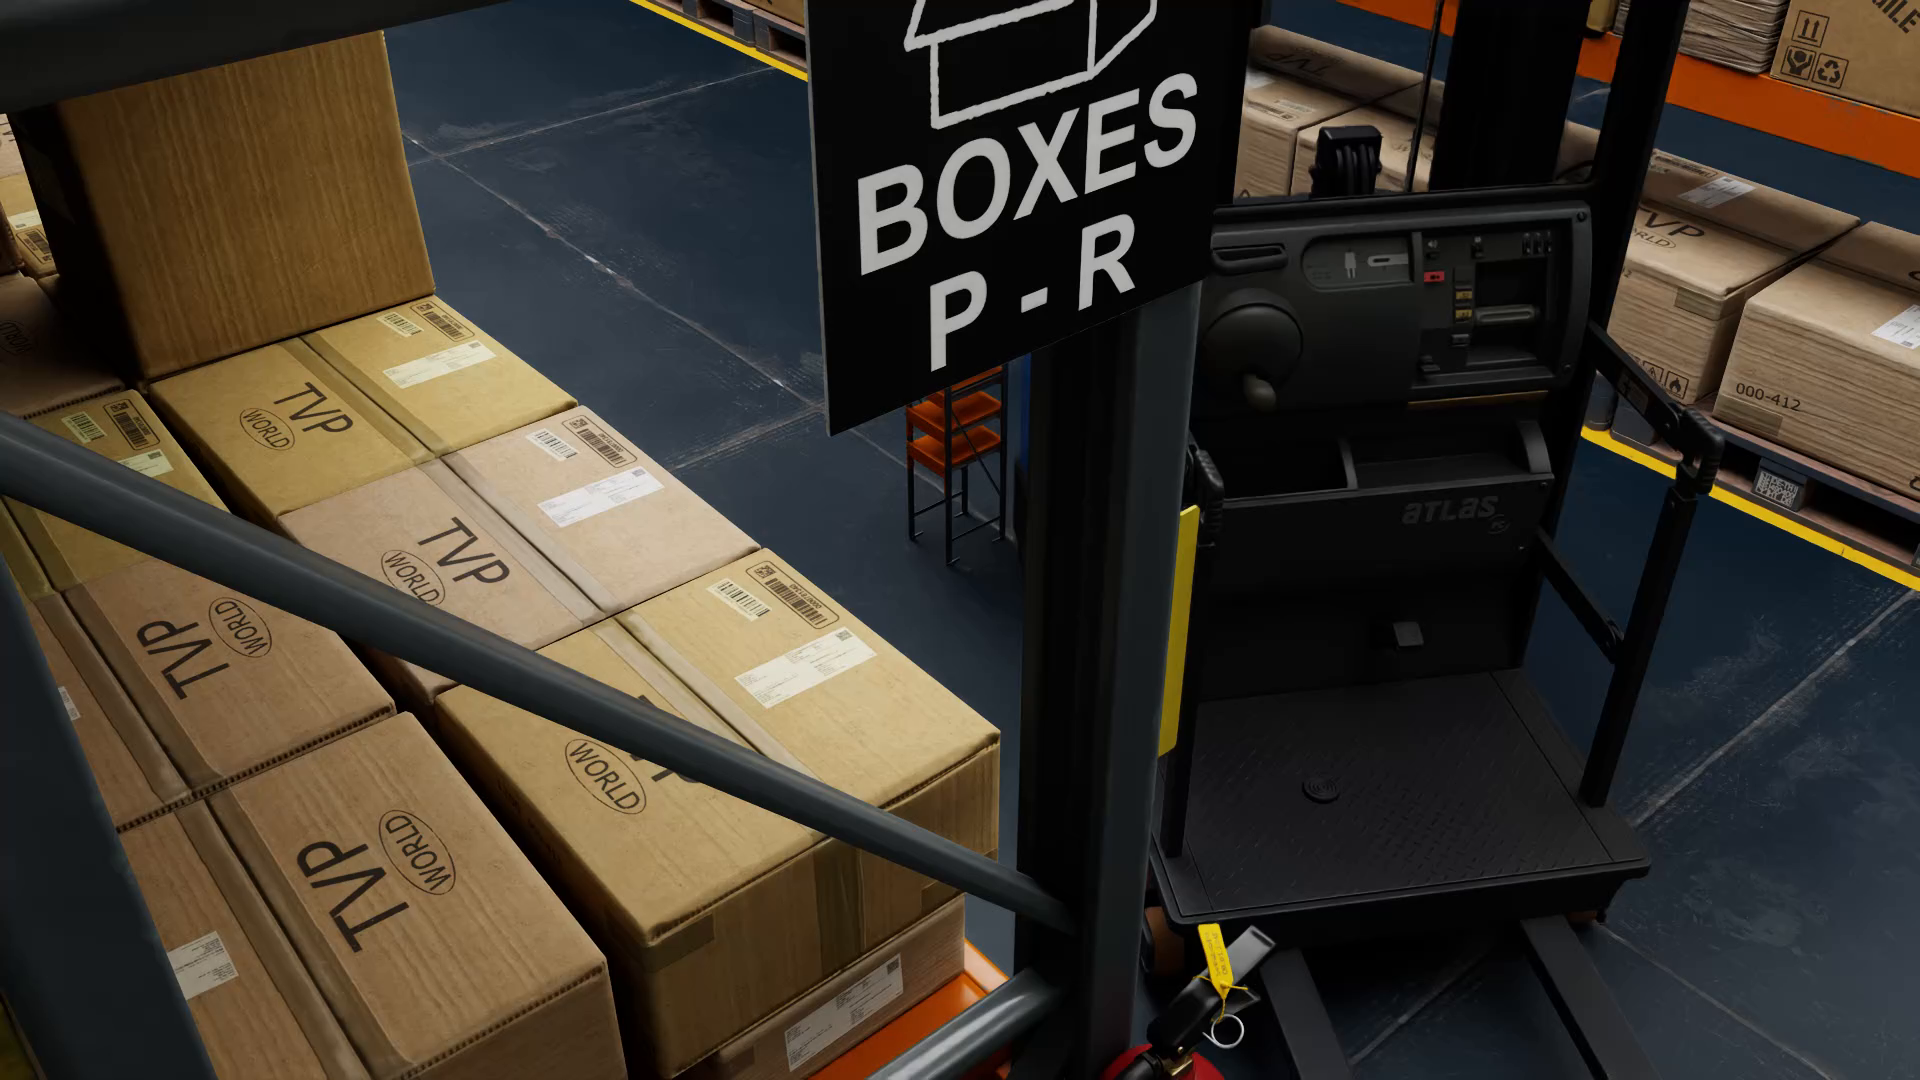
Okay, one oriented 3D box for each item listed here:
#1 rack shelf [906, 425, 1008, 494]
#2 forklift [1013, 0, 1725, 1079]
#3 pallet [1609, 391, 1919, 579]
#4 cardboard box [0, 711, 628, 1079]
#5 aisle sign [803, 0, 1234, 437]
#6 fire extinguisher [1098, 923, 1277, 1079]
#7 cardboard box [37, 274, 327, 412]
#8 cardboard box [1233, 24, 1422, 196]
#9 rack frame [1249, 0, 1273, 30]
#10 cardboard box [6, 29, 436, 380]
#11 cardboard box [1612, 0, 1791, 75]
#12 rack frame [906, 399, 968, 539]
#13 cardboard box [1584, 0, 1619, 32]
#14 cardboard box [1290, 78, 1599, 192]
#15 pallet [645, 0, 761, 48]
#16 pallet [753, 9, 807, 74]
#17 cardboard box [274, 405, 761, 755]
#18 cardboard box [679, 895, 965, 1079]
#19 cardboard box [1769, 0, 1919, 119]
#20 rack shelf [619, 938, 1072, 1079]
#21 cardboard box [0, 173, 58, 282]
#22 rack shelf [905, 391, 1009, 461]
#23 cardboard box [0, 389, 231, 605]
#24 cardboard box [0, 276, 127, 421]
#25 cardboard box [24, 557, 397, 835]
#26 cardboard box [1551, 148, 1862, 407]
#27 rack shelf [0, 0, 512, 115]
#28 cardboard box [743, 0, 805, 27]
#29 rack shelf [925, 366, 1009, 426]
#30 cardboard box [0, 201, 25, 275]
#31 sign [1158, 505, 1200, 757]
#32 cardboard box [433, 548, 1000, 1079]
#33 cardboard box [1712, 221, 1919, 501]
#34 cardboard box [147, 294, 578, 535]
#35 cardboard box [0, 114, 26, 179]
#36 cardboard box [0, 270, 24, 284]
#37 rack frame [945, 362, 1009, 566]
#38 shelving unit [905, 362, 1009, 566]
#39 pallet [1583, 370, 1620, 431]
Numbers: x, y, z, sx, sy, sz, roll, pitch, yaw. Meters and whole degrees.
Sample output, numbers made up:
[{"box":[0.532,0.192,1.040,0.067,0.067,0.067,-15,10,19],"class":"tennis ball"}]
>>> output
[{"box":[-0.009,-0.264,5.077,0.258,0.103,0.180,-26,43,-32],"class":"rack shelf"},{"box":[0.909,-0.417,3.303,1.130,2.935,3.031,-5,36,-7],"class":"forklift"},{"box":[3.001,-0.367,5.586,1.003,0.211,1.213,-26,43,-32],"class":"pallet"},{"box":[-0.712,0.507,1.811,0.500,0.250,0.500,-25,42,-31],"class":"cardboard box"},{"box":[0.056,-0.469,1.067,0.394,0.787,0.004,-26,43,-32],"class":"aisle sign"},{"box":[0.236,0.748,1.988,0.296,0.674,0.183,-26,43,-32],"class":"fire extinguisher"},{"box":[-1.301,-0.352,3.025,0.500,0.250,0.500,-27,43,-33],"class":"cardboard box"},{"box":[1.319,-1.756,6.988,0.875,0.438,0.875,-27,43,-32],"class":"cardboard box"},{"box":[0.996,-2.948,6.817,1.000,3.000,0.127,-26,43,-32],"class":"rack frame"},{"box":[-1.268,-0.658,2.807,0.500,0.500,0.500,-25,42,-31],"class":"cardboard box"},{"box":[2.412,-1.787,5.092,0.500,0.500,0.500,-25,42,-31],"class":"cardboard box"},{"box":[-0.068,-0.536,4.969,0.240,1.200,0.006,-26,43,-32],"class":"rack frame"},{"box":[2.069,-2.010,5.407,0.500,0.500,0.500,-25,42,-30],"class":"cardboard box"},{"box":[1.897,-1.361,6.430,0.875,0.438,0.875,-27,44,-33],"class":"cardboard box"},{"box":[-1.134,-3.199,9.585,1.003,0.211,1.213,-26,43,-32],"class":"pallet"},{"box":[-0.351,-2.661,8.825,1.003,0.211,1.213,-26,43,-32],"class":"pallet"},{"box":[-0.625,0.088,2.403,0.500,0.250,0.500,-26,43,-31],"class":"cardboard box"},{"box":[-0.215,0.526,2.129,0.380,0.149,0.250,-26,43,-32],"class":"cardboard box"},{"box":[2.751,-1.564,4.776,0.500,0.500,0.500,-27,43,-33],"class":"cardboard box"},{"box":[-1.503,0.082,3.161,1.077,0.370,4.000,-26,43,-32],"class":"rack shelf"},{"box":[-1.632,-0.580,3.346,0.500,0.250,0.500,-26,43,-32],"class":"cardboard box"},{"box":[-0.009,-0.362,5.007,0.258,0.103,0.180,-26,43,-32],"class":"rack shelf"},{"box":[-1.360,0.059,2.444,0.500,0.250,0.500,-25,42,-30],"class":"cardboard box"},{"box":[-1.697,-0.172,2.770,0.500,0.250,0.500,-26,43,-32],"class":"cardboard box"},{"box":[-1.044,0.279,2.133,0.500,0.250,0.500,-26,43,-32],"class":"cardboard box"},{"box":[2.478,-0.962,5.867,0.875,0.438,0.875,-25,42,-31],"class":"cardboard box"},{"box":[-1.503,-1.142,2.294,1.077,0.370,4.000,-26,43,-32],"class":"rack shelf"},{"box":[-0.631,-3.287,8.770,0.875,0.875,0.875,-25,43,-31],"class":"cardboard box"},{"box":[-0.009,-0.460,4.938,0.258,0.103,0.180,-26,43,-32],"class":"rack shelf"},{"box":[-2.036,-0.704,2.872,0.500,0.500,0.500,-27,44,-33],"class":"cardboard box"},{"box":[0.202,0.116,1.742,0.100,0.325,0.005,-26,43,-32],"class":"sign"},{"box":[-0.299,0.310,2.089,0.500,0.250,0.500,-26,43,-32],"class":"cardboard box"},{"box":[3.075,-0.561,5.301,0.875,0.438,0.875,-28,44,-33],"class":"cardboard box"},{"box":[-0.954,-0.135,2.717,0.500,0.250,0.500,-27,43,-33],"class":"cardboard box"},{"box":[-1.944,-0.805,3.664,0.500,0.250,0.500,-26,43,-32],"class":"cardboard box"},{"box":[-2.020,-0.388,3.075,0.500,0.250,0.500,-25,42,-31],"class":"cardboard box"},{"box":[0.050,-0.456,4.855,0.240,1.200,0.006,-26,43,-32],"class":"rack frame"},{"box":[-0.009,-0.496,4.912,0.258,1.200,0.189,-26,43,-32],"class":"shelving unit"},{"box":[2.218,-0.906,6.346,1.003,0.211,1.213,-26,43,-32],"class":"pallet"}]
